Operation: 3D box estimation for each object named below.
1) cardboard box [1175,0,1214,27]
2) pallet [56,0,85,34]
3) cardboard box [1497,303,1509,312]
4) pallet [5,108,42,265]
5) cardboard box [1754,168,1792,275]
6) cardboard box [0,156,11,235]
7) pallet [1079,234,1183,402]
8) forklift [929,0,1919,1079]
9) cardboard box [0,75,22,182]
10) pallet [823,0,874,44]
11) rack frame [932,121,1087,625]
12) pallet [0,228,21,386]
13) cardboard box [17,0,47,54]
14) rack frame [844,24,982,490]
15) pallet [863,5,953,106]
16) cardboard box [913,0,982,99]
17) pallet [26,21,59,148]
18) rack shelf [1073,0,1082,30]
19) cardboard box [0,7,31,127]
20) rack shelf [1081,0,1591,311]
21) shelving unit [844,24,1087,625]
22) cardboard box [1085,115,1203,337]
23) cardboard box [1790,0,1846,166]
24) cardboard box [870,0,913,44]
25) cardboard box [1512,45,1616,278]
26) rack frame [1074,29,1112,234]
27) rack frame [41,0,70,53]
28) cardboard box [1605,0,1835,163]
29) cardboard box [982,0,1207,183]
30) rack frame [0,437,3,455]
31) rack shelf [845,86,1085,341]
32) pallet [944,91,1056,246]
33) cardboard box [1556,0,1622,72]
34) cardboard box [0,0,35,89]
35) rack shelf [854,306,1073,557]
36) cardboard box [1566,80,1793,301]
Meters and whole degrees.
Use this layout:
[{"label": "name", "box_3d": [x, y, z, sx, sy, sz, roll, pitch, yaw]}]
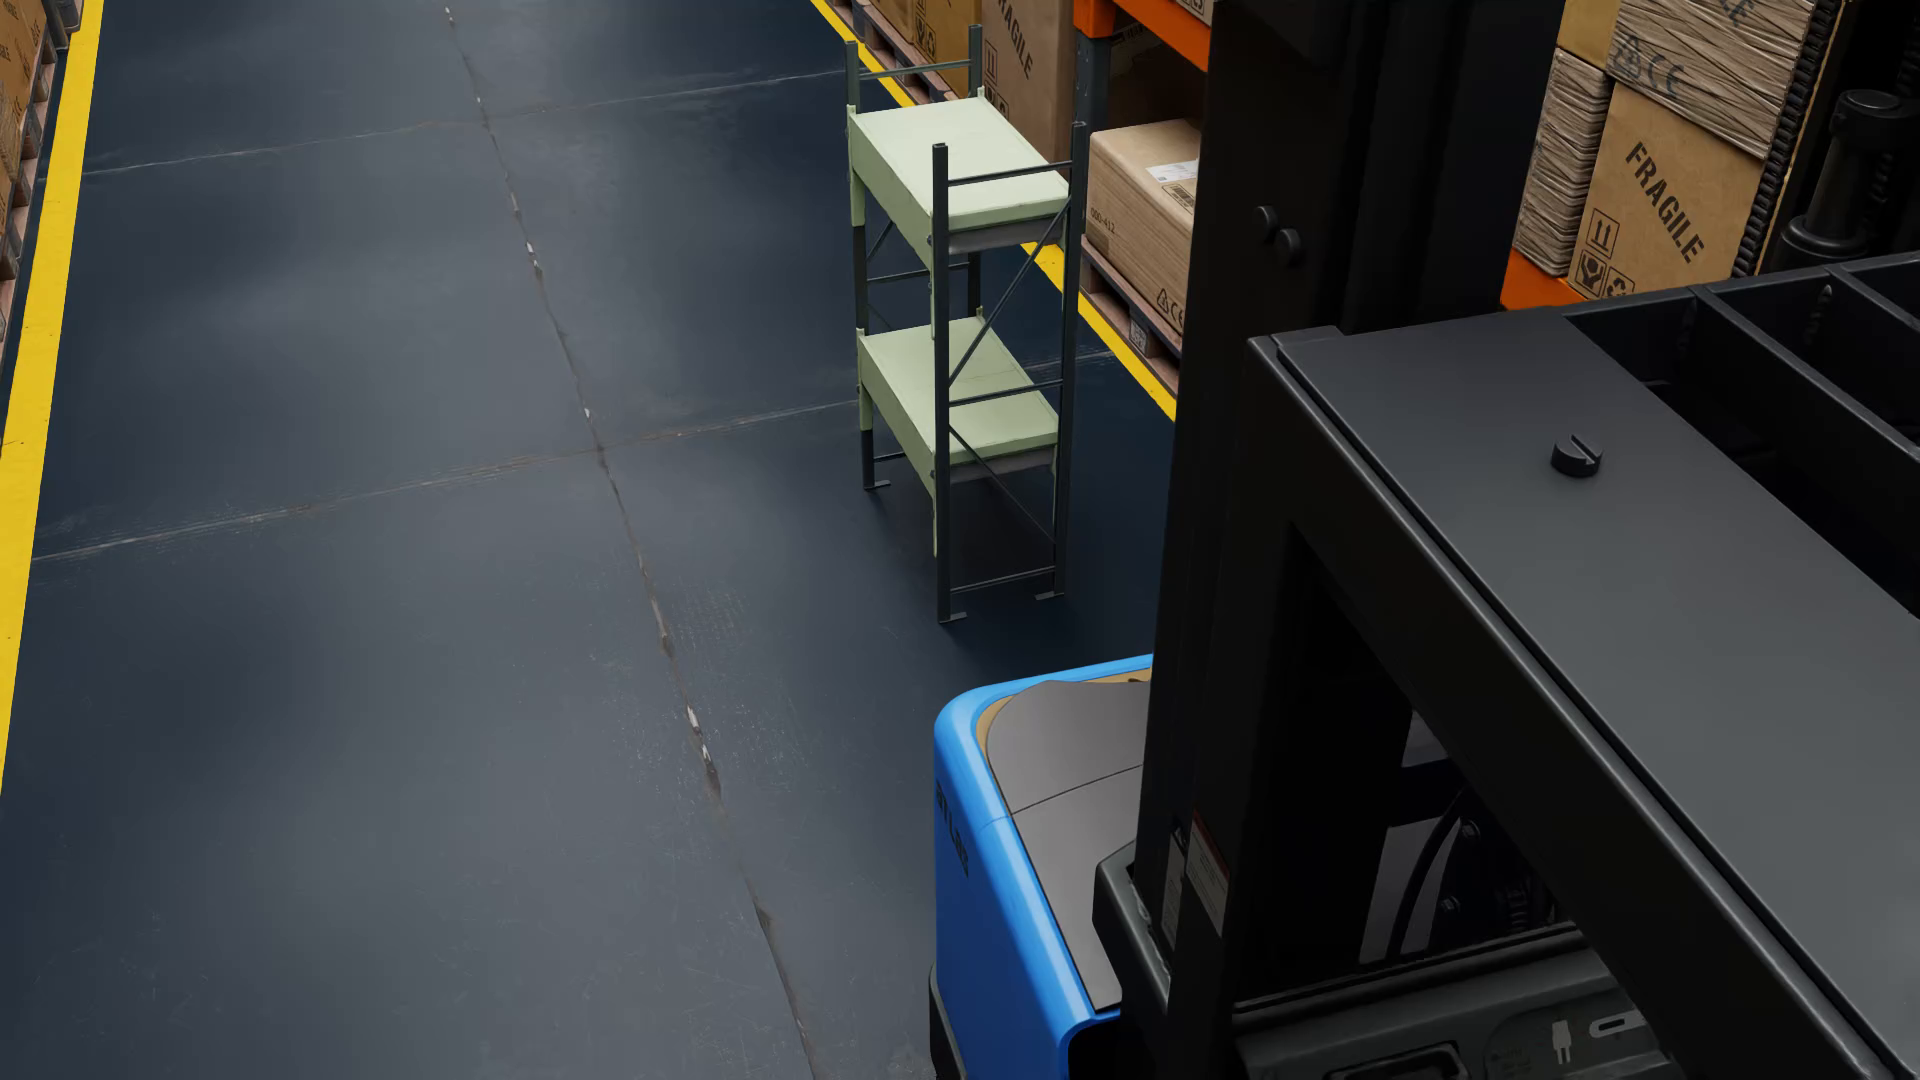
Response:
[{"label": "cardboard box", "box_3d": [1.015, -1.863, 5.148, 0.500, 0.500, 0.500, -12, 39, -16]}, {"label": "pallet", "box_3d": [-5.352, -3.017, 9.080, 1.003, 0.211, 1.213, -12, 39, -16]}, {"label": "cardboard box", "box_3d": [1.354, -0.690, 5.453, 0.875, 0.438, 0.875, -14, 39, -17]}, {"label": "pallet", "box_3d": [-4.468, -1.426, 6.968, 1.003, 0.211, 1.213, -12, 39, -16]}, {"label": "cardboard box", "box_3d": [1.892, -0.426, 3.239, 0.500, 0.500, 0.500, -12, 39, -16]}, {"label": "cardboard box", "box_3d": [-4.044, -1.469, 6.435, 0.500, 0.500, 0.500, -14, 39, -17]}, {"label": "pallet", "box_3d": [1.118, -0.868, 6.227, 1.003, 0.211, 1.213, -12, 39, -16]}, {"label": "forklift", "box_3d": [0.834, 0.744, 1.826, 1.130, 2.935, 3.031, -10, 38, -13]}, {"label": "cardboard box", "box_3d": [-4.217, -1.763, 6.826, 0.500, 0.500, 0.500, -14, 39, -18]}, {"label": "pallet", "box_3d": [-0.246, -3.113, 9.207, 1.003, 0.211, 1.213, -12, 39, -16]}, {"label": "rack frame", "box_3d": [0.124, -0.396, 4.529, 0.400, 1.500, 0.023, -12, 39, -16]}, {"label": "pallet", "box_3d": [-4.044, -0.736, 6.052, 1.003, 0.211, 1.213, -12, 39, -16]}, {"label": "cardboard box", "box_3d": [-4.758, -2.633, 7.981, 0.500, 0.500, 0.500, -11, 38, -15]}, {"label": "rack frame", "box_3d": [-0.128, -0.810, 5.078, 0.400, 1.500, 0.023, -12, 39, -16]}, {"label": "pallet", "box_3d": [0.170, -2.425, 8.294, 1.003, 0.211, 1.213, -12, 39, -16]}, {"label": "cardboard box", "box_3d": [0.324, -2.589, 7.611, 0.875, 0.875, 0.875, -11, 38, -15]}, {"label": "pallet", "box_3d": [-4.884, -2.114, 7.882, 1.003, 0.211, 1.213, -12, 39, -16]}, {"label": "rack shelf", "box_3d": [0.242, -3.270, 7.697, 1.077, 0.370, 4.000, -12, 39, -16]}, {"label": "cardboard box", "box_3d": [-4.413, -2.053, 7.211, 0.500, 0.500, 0.500, -11, 38, -14]}, {"label": "rack shelf", "box_3d": [1.618, -1.011, 4.697, 1.077, 0.370, 4.000, -12, 39, -16]}, {"label": "shelving unit", "box_3d": [-0.002, -0.603, 4.804, 0.431, 1.500, 0.755, -12, 39, -16]}, {"label": "cardboard box", "box_3d": [1.046, -1.195, 6.124, 0.875, 0.438, 0.875, -13, 39, -17]}, {"label": "cardboard box", "box_3d": [1.917, -0.831, 2.945, 0.500, 0.500, 0.500, -11, 38, -14]}, {"label": "cardboard box", "box_3d": [0.016, -3.094, 8.282, 0.875, 0.875, 0.875, -12, 39, -15]}, {"label": "cardboard box", "box_3d": [1.547, -1.001, 4.003, 0.500, 0.500, 0.500, -11, 38, -15]}, {"label": "rack frame", "box_3d": [0.930, -2.428, 5.980, 1.000, 3.000, 0.127, -12, 39, -16]}, {"label": "rack frame", "box_3d": [-5.105, -3.658, 7.613, 1.000, 3.000, 0.127, -12, 39, -16]}, {"label": "cardboard box", "box_3d": [1.710, -1.120, 3.329, 0.500, 0.500, 0.500, -12, 39, -16]}, {"label": "cardboard box", "box_3d": [0.642, -2.081, 6.936, 0.875, 0.875, 0.875, -11, 38, -15]}, {"label": "rack frame", "box_3d": [-3.729, -1.398, 4.613, 1.000, 3.000, 0.127, -12, 39, -16]}, {"label": "rack shelf", "box_3d": [-0.002, -0.915, 4.569, 0.431, 0.370, 0.720, -12, 39, -16]}, {"label": "pallet", "box_3d": [0.594, -1.734, 7.377, 1.003, 0.211, 1.213, -12, 39, -16]}, {"label": "cardboard box", "box_3d": [1.543, -1.400, 3.701, 0.500, 0.500, 0.500, -13, 39, -16]}, {"label": "cardboard box", "box_3d": [-4.596, -2.348, 7.602, 0.500, 0.500, 0.500, -13, 39, -17]}, {"label": "rack shelf", "box_3d": [-0.002, -0.342, 5.000, 0.431, 0.370, 0.720, -12, 39, -16]}, {"label": "cardboard box", "box_3d": [1.734, -0.713, 3.620, 0.500, 0.500, 0.500, -13, 39, -17]}]
